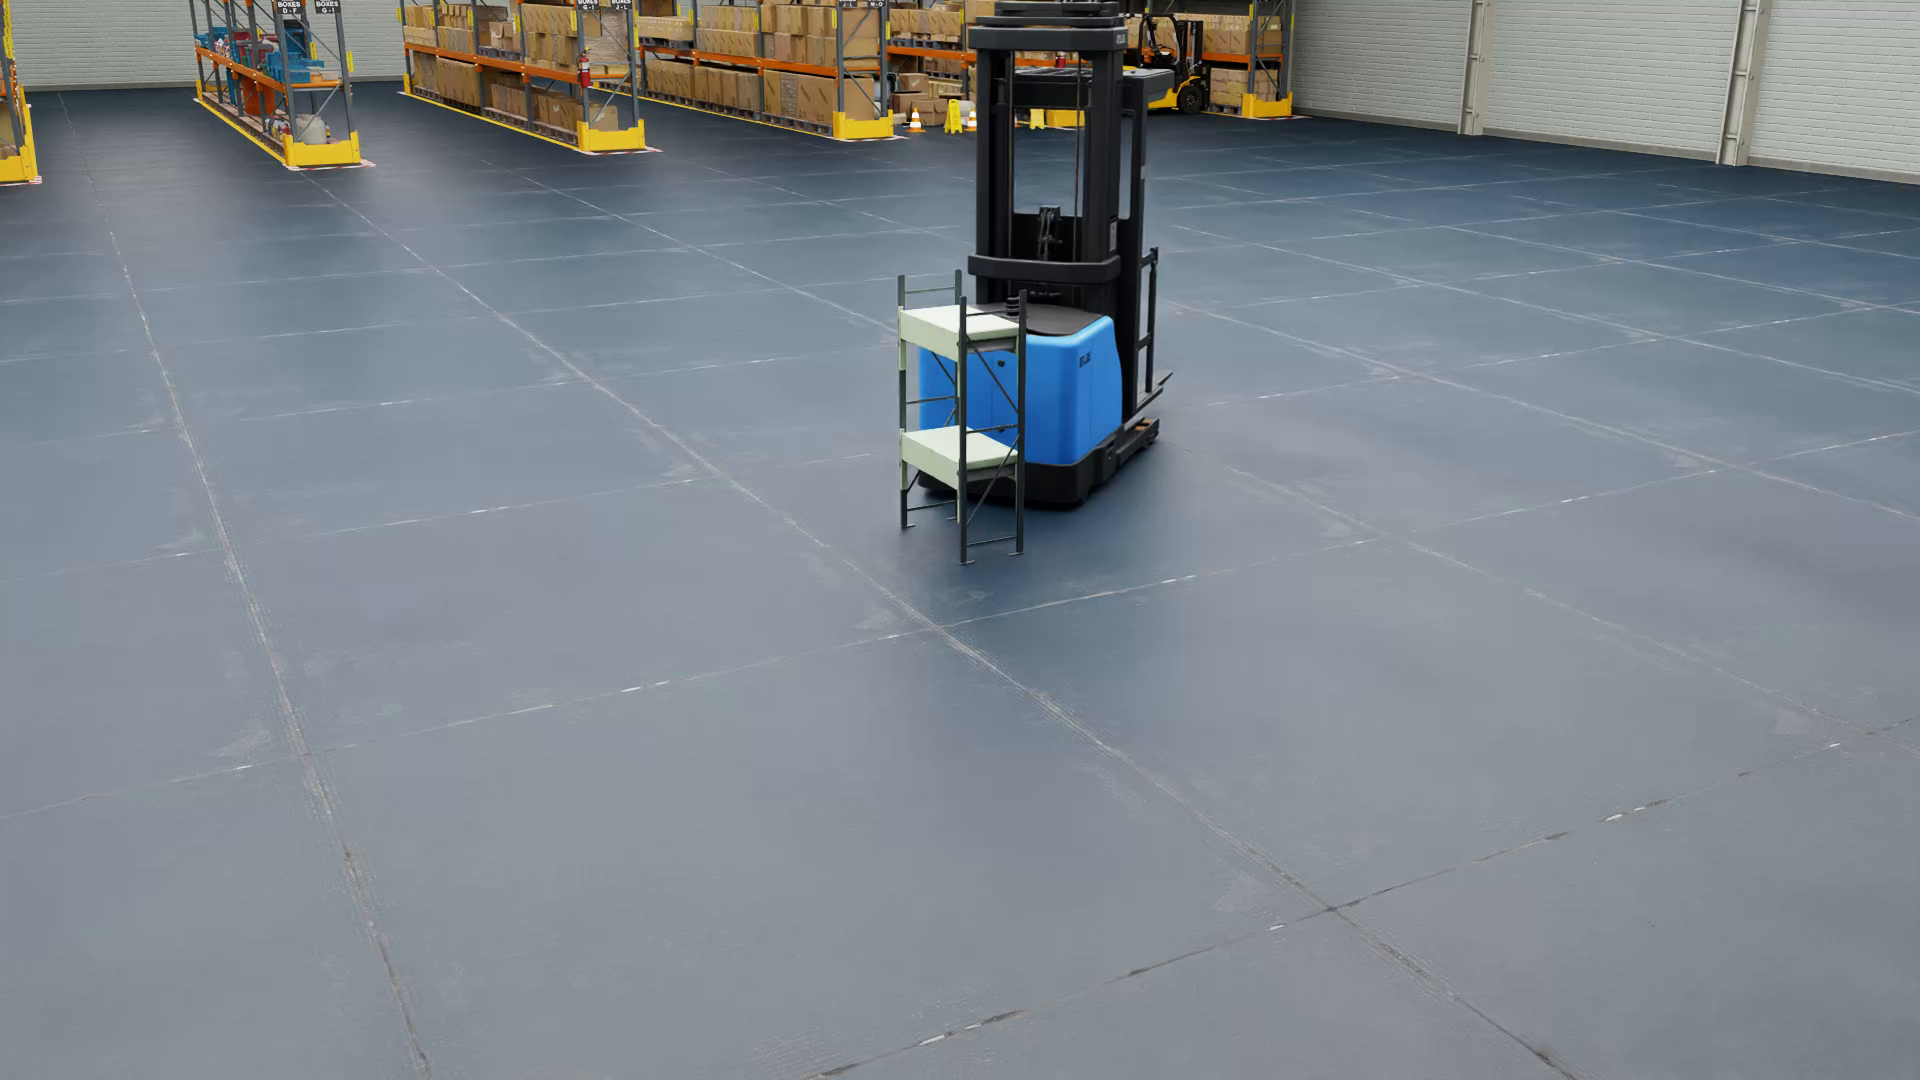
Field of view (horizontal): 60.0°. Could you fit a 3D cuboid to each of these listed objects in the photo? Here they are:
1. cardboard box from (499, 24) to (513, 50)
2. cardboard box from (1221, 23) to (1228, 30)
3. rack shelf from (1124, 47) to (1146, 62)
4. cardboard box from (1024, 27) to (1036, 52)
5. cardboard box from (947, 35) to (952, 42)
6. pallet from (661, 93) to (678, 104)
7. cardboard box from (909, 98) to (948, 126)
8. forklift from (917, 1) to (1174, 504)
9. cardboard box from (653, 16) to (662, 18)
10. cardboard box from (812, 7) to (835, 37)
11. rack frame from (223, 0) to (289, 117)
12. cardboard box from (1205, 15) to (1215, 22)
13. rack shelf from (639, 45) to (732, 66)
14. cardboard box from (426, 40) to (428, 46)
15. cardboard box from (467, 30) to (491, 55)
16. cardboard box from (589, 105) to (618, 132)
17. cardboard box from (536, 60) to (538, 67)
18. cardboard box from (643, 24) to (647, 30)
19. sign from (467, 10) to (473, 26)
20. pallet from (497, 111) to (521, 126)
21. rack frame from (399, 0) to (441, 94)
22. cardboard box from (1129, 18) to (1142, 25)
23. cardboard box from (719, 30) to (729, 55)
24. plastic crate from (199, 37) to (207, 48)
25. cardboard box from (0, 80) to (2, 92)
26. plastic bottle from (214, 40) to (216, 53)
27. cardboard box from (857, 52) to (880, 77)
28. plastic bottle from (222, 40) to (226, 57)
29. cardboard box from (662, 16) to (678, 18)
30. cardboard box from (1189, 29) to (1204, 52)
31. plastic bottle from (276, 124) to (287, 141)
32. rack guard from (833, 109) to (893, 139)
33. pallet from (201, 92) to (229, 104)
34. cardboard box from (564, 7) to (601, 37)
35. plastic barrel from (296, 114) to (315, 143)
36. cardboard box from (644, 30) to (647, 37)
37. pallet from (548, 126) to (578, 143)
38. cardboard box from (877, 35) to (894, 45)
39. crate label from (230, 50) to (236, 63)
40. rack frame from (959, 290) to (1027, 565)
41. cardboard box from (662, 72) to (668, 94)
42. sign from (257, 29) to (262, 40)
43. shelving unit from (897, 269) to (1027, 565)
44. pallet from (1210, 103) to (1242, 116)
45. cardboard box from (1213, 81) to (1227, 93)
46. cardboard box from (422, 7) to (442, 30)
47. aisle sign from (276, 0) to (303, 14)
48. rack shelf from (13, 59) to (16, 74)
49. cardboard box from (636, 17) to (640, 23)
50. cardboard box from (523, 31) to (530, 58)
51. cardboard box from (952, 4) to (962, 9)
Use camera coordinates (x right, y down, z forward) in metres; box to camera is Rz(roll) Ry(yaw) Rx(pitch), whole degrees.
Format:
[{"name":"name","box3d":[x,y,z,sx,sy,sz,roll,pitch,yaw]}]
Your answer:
[{"name":"cardboard box","box3d":[-9.104,-10.404,34.383,0.797,0.503,0.637,-8,20,-21]},{"name":"cardboard box","box3d":[6.052,-11.466,37.114,0.380,0.149,0.250,-10,21,-27]},{"name":"rack shelf","box3d":[3.939,-12.213,41.529,1.077,0.370,4.000,-10,21,-27]},{"name":"cardboard box","box3d":[1.687,-10.506,34.870,0.500,0.500,0.500,-10,21,-27]},{"name":"cardboard box","box3d":[-0.075,-11.472,38.020,0.380,0.149,0.250,-11,22,-28]},{"name":"pallet","box3d":[-6.631,-10.818,40.657,1.003,0.211,1.213,-10,21,-27]},{"name":"cardboard box","box3d":[-0.641,-8.993,34.920,0.637,0.503,0.797,7,20,20]},{"name":"forklift","box3d":[0.748,-2.048,11.073,1.130,2.935,3.031,7,20,20]},{"name":"cardboard box","box3d":[-7.599,-13.079,42.326,0.500,0.500,0.500,-10,22,-28]},{"name":"cardboard box","box3d":[-2.371,-10.102,32.424,0.875,0.550,0.550,-10,21,-27]},{"name":"rack frame","box3d":[-14.458,-10.055,34.172,1.000,3.000,0.127,-10,21,-27]},{"name":"cardboard box","box3d":[5.738,-11.746,37.469,0.380,0.149,0.250,-10,21,-26]},{"name":"rack shelf","box3d":[-6.636,-11.795,40.319,1.077,0.370,4.000,-10,21,-27]},{"name":"cardboard box","box3d":[-12.798,-12.110,40.512,0.380,0.149,0.250,-10,21,-26]},{"name":"cardboard box","box3d":[-10.551,-10.973,36.678,0.500,0.500,0.500,-9,21,-25]},{"name":"cardboard box","box3d":[-6.582,-7.724,30.606,0.500,0.500,0.500,-6,20,-17]},{"name":"cardboard box","box3d":[-7.985,-9.235,32.182,0.380,0.149,0.250,-10,21,-27]},{"name":"cardboard box","box3d":[-7.555,-12.598,40.826,0.380,0.149,0.250,-9,21,-25]},{"name":"sign","box3d":[-10.586,-11.282,35.955,0.100,0.325,0.005,-10,21,-27]},{"name":"pallet","box3d":[-9.154,-8.930,35.186,1.003,0.211,1.213,-10,21,-27]},{"name":"rack frame","box3d":[-13.898,-13.119,43.051,1.000,3.000,0.127,-10,21,-27]},{"name":"cardboard box","box3d":[4.323,-12.546,40.244,0.380,0.149,0.250,-10,21,-27]},{"name":"cardboard box","box3d":[-4.993,-11.004,36.770,0.500,0.500,0.500,-10,22,-27]},{"name":"plastic crate","box3d":[-17.661,-11.715,39.147,0.416,0.233,0.300,-10,21,-27]},{"name":"cardboard box","box3d":[-15.230,-7.175,25.674,0.700,0.500,0.500,-10,21,-27]},{"name":"plastic bottle","box3d":[-16.559,-10.977,37.022,0.061,0.283,0.133,-10,21,-27]},{"name":"cardboard box","box3d":[-2.052,-12.019,42.478,0.875,0.875,0.875,-10,21,-26]},{"name":"plastic bottle","box3d":[-15.758,-10.553,35.692,0.144,0.351,0.185,-10,21,-27]},{"name":"cardboard box","box3d":[-7.223,-12.986,41.495,0.380,0.149,0.250,-9,21,-24]},{"name":"cardboard box","box3d":[5.593,-11.418,37.970,0.500,0.500,0.500,-10,21,-26]},{"name":"plastic bottle","box3d":[-12.012,-7.215,29.442,0.152,0.276,0.135,-10,21,-26]},{"name":"rack guard","box3d":[-1.876,-8.076,32.270,1.175,0.500,0.348,-10,21,-27]},{"name":"pallet","box3d":[-17.899,-10.791,40.579,1.003,0.211,1.213,-10,21,-27]},{"name":"cardboard box","box3d":[-6.779,-9.306,29.859,0.500,0.500,0.500,-10,21,-27]},{"name":"plastic barrel","box3d":[-11.277,-7.102,28.784,0.421,0.512,0.421,0,19,0]},{"name":"cardboard box","box3d":[-7.551,-12.454,40.866,0.380,0.149,0.250,-10,21,-26]},{"name":"pallet","box3d":[-7.266,-7.818,31.963,1.003,0.211,1.213,-10,21,-27]},{"name":"cardboard box","box3d":[-1.846,-12.391,41.173,0.500,0.250,0.500,-11,22,-29]},{"name":"crate label","box3d":[-14.588,-9.797,33.681,0.303,0.233,0.416,-10,21,-27]},{"name":"rack frame","box3d":[0.177,-0.602,9.077,0.400,1.500,0.023,-10,21,-27]},{"name":"cardboard box","box3d":[-6.955,-11.173,40.602,0.500,0.500,0.500,-10,21,-26]},{"name":"sign","box3d":[-15.872,-11.419,37.700,0.100,0.325,0.005,-10,21,-27]},{"name":"shelving unit","box3d":[0.003,-0.707,9.381,0.431,1.500,0.755,-10,21,-27]},{"name":"pallet","box3d":[6.388,-9.725,37.492,1.003,0.211,1.213,-10,21,-27]},{"name":"cardboard box","box3d":[6.053,-10.202,37.405,0.500,0.250,0.500,-10,22,-27]},{"name":"cardboard box","box3d":[-12.686,-12.630,40.258,0.500,0.500,0.500,-10,21,-26]},{"name":"aisle sign","box3d":[-10.886,-8.921,26.899,0.394,0.787,0.004,-10,21,-27]},{"name":"rack shelf","box3d":[-19.769,-9.523,33.733,1.077,0.370,4.000,-10,21,-27]},{"name":"cardboard box","box3d":[-7.803,-12.886,41.207,0.380,0.149,0.250,-9,21,-24]},{"name":"cardboard box","box3d":[-8.040,-9.723,32.601,0.875,0.500,0.500,-10,21,-27]},{"name":"cardboard box","box3d":[0.003,-12.388,38.685,0.380,0.149,0.250,-9,21,-24]}]
